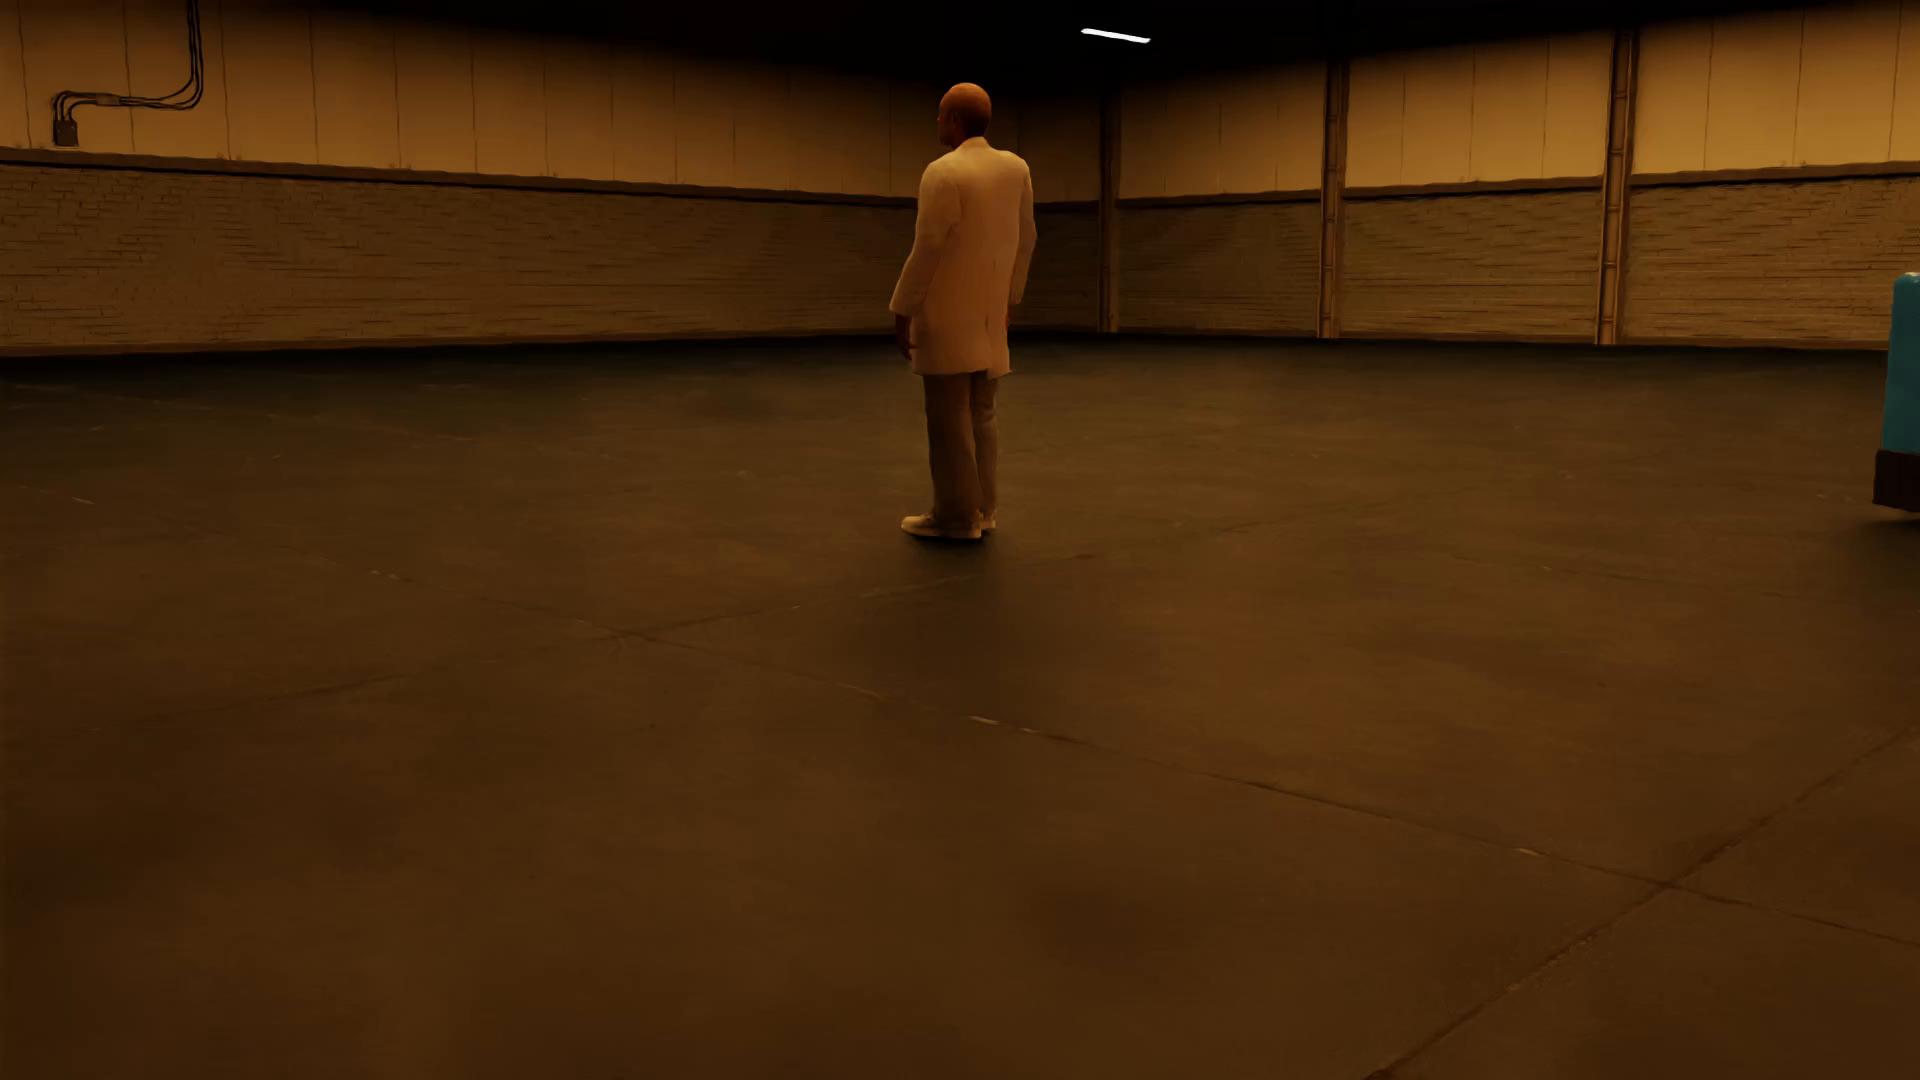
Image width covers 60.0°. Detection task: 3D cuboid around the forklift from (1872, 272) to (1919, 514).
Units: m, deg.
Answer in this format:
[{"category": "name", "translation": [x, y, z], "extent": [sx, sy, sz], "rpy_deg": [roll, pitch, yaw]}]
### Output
[{"category": "forklift", "translation": [5.537, -1.480, 6.704], "extent": [3.031, 2.935, 1.130], "rpy_deg": [0, 9, -2]}]

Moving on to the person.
[{"category": "person", "translation": [-0.062, -0.896, 6.650], "extent": [0.579, 1.776, 0.694], "rpy_deg": [8, 12, 43]}]
